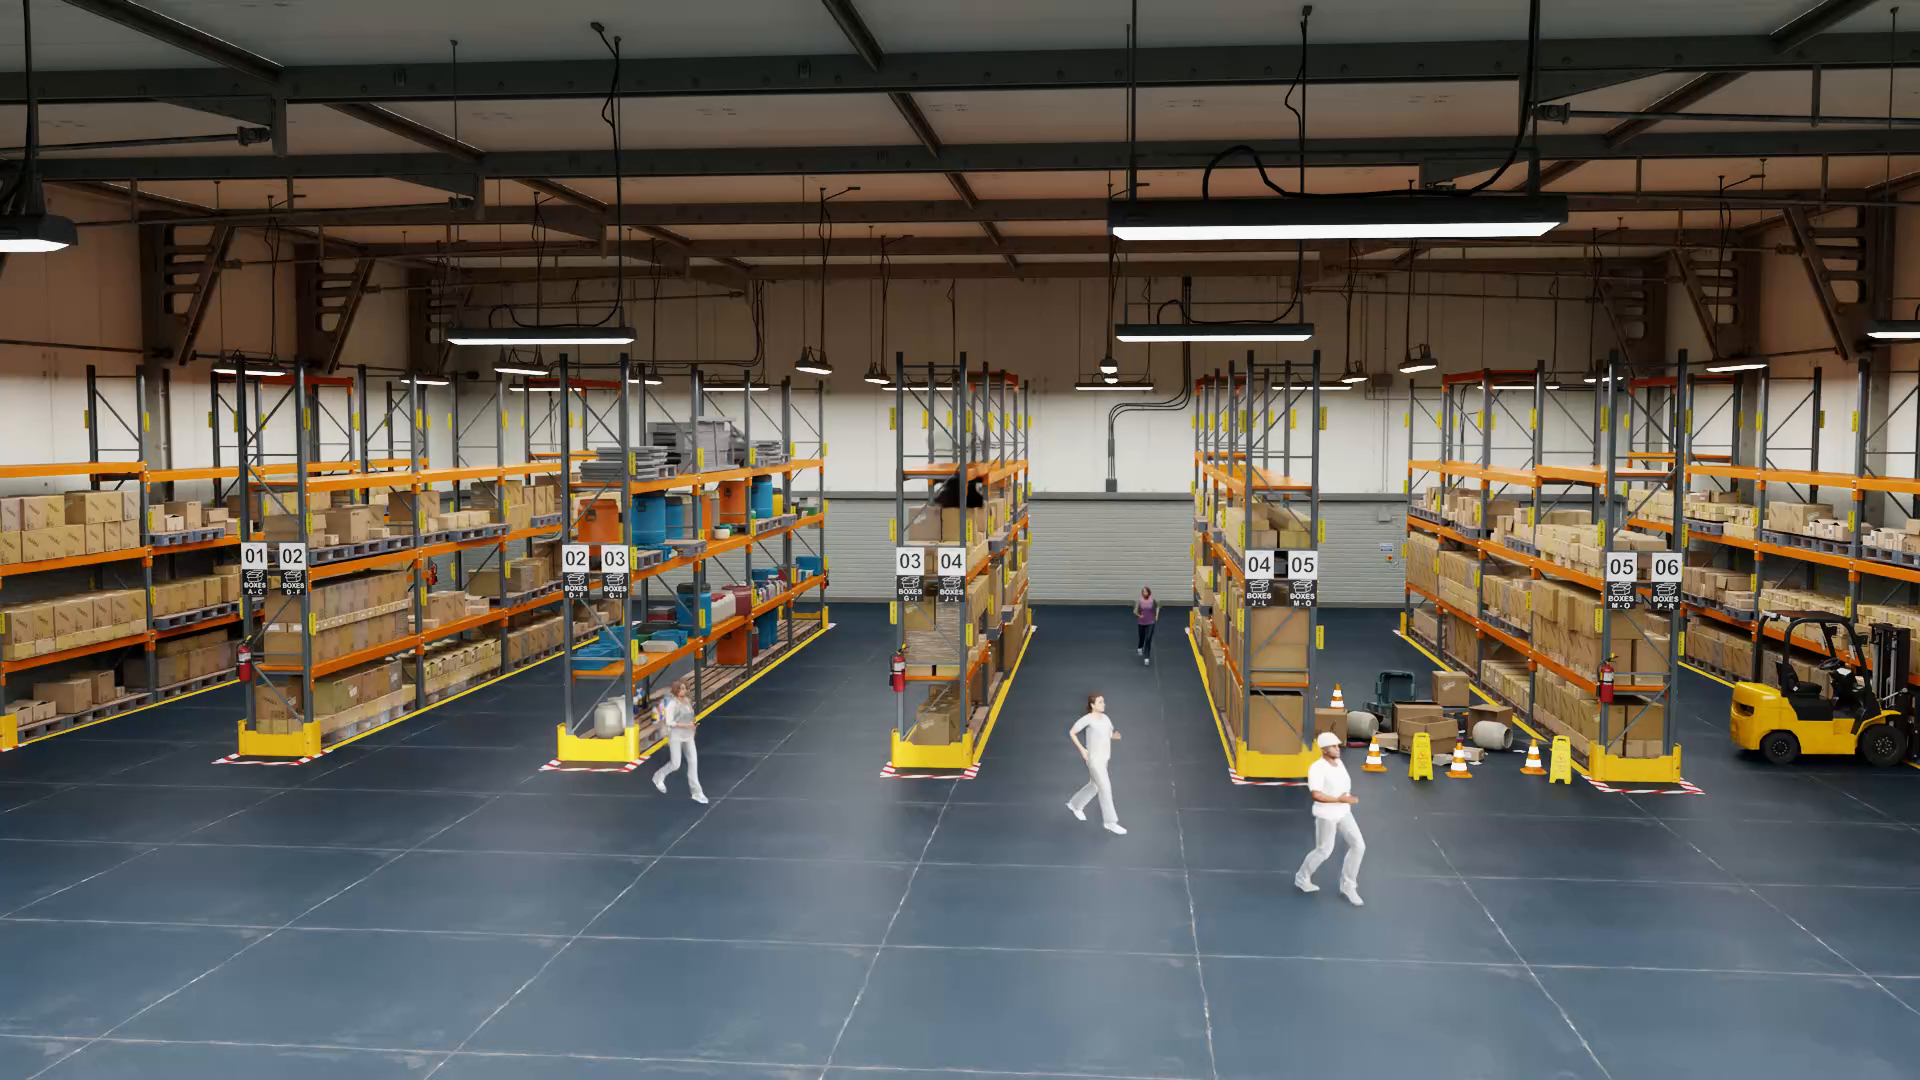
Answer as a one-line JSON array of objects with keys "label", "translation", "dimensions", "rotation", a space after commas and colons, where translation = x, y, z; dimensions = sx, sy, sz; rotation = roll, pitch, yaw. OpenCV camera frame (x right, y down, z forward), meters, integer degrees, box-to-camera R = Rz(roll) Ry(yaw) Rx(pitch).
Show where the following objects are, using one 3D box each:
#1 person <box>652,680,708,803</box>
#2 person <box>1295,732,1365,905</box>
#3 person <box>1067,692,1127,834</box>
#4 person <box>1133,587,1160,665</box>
[{"label": "person", "translation": [-3.683, 2.631, 21.878], "dimensions": [0.896, 1.591, 0.542], "rotation": [3, 5, 32]}, {"label": "person", "translation": [3.893, 2.905, 17.434], "dimensions": [0.707, 1.802, 0.757], "rotation": [-4, 6, -43]}, {"label": "person", "translation": [1.668, 2.695, 20.355], "dimensions": [0.956, 1.668, 0.550], "rotation": [3, 5, 40]}, {"label": "person", "translation": [3.874, 1.758, 34.566], "dimensions": [0.550, 1.599, 0.853], "rotation": [0, 4, 6]}]
